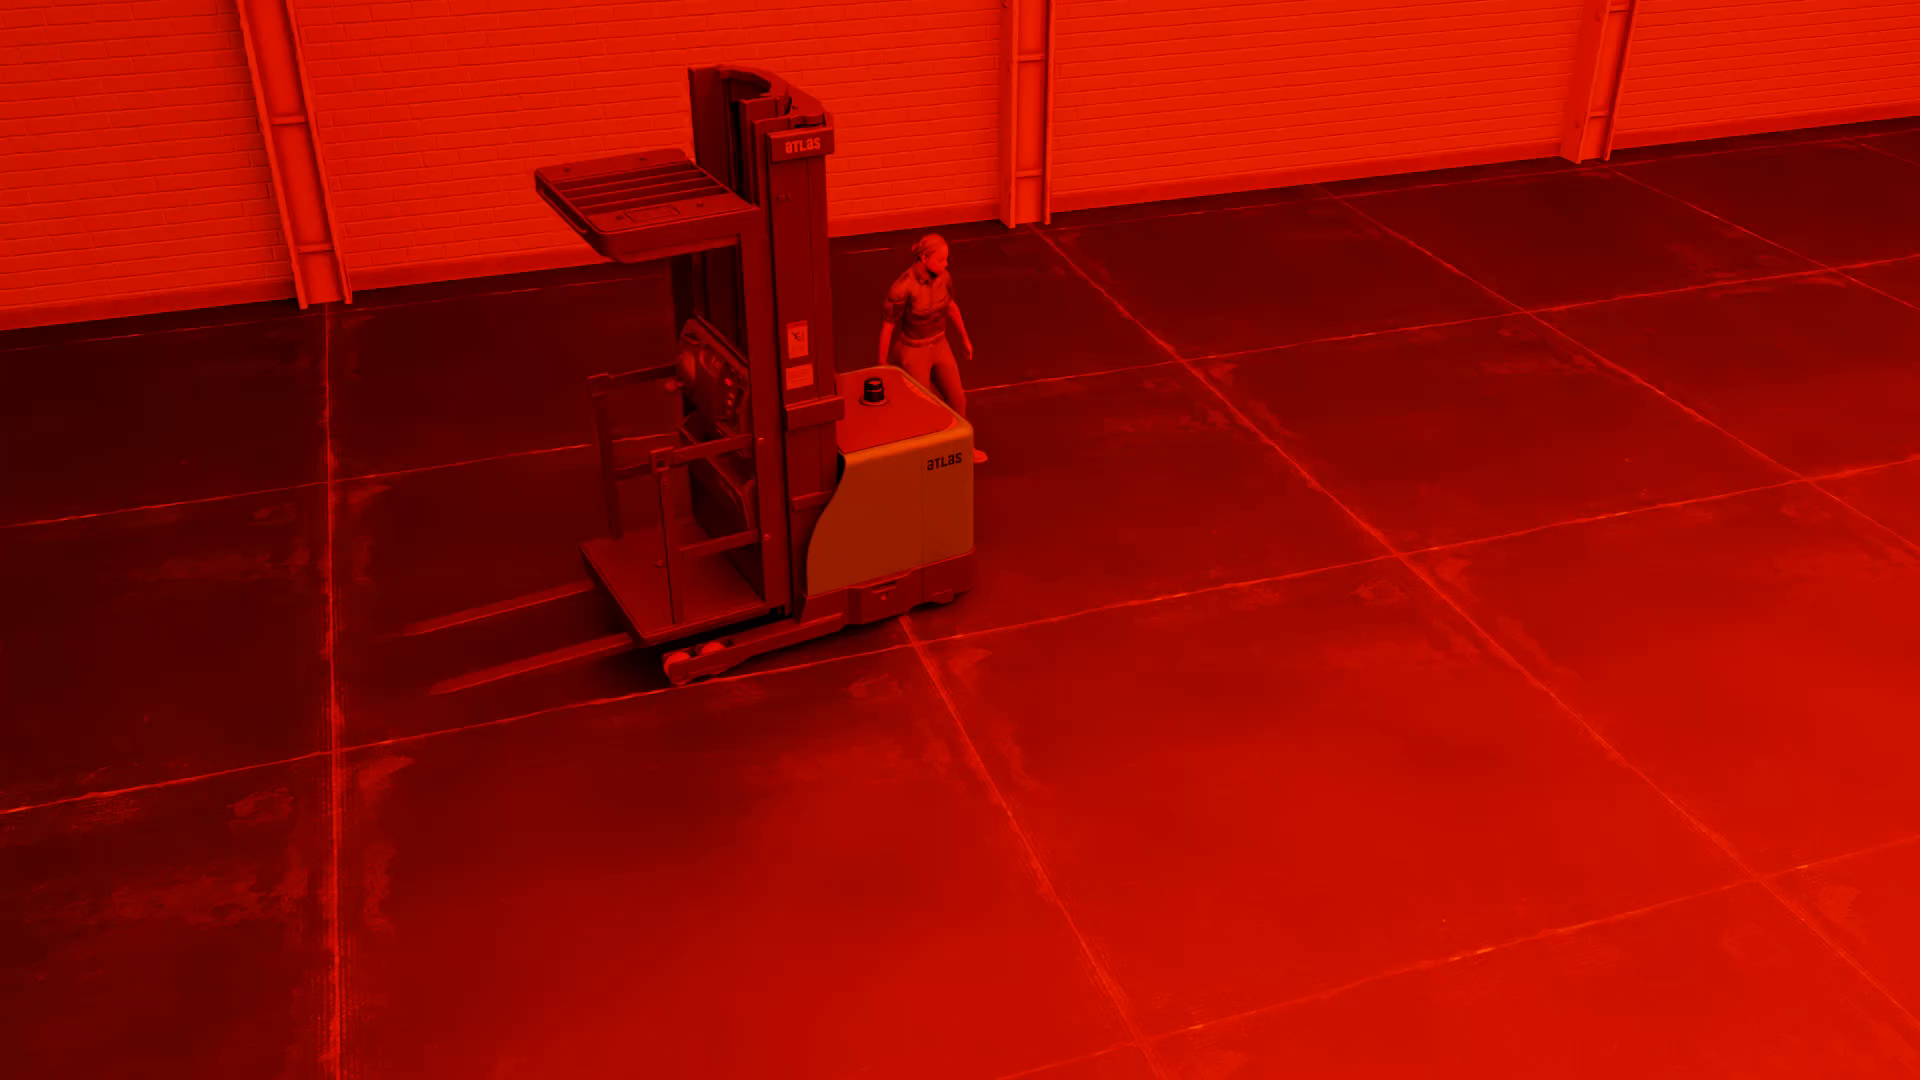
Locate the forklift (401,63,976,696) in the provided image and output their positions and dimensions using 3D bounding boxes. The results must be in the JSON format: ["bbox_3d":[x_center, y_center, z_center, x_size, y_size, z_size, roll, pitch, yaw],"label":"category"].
[{"bbox_3d":[-1.454,-0.814,8.502,3.031,2.935,1.130,-15,33,-24],"label":"forklift"}]

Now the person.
[{"bbox_3d":[-0.194,-1.161,10.417,0.753,1.632,0.355,-25,38,-37],"label":"person"}]
